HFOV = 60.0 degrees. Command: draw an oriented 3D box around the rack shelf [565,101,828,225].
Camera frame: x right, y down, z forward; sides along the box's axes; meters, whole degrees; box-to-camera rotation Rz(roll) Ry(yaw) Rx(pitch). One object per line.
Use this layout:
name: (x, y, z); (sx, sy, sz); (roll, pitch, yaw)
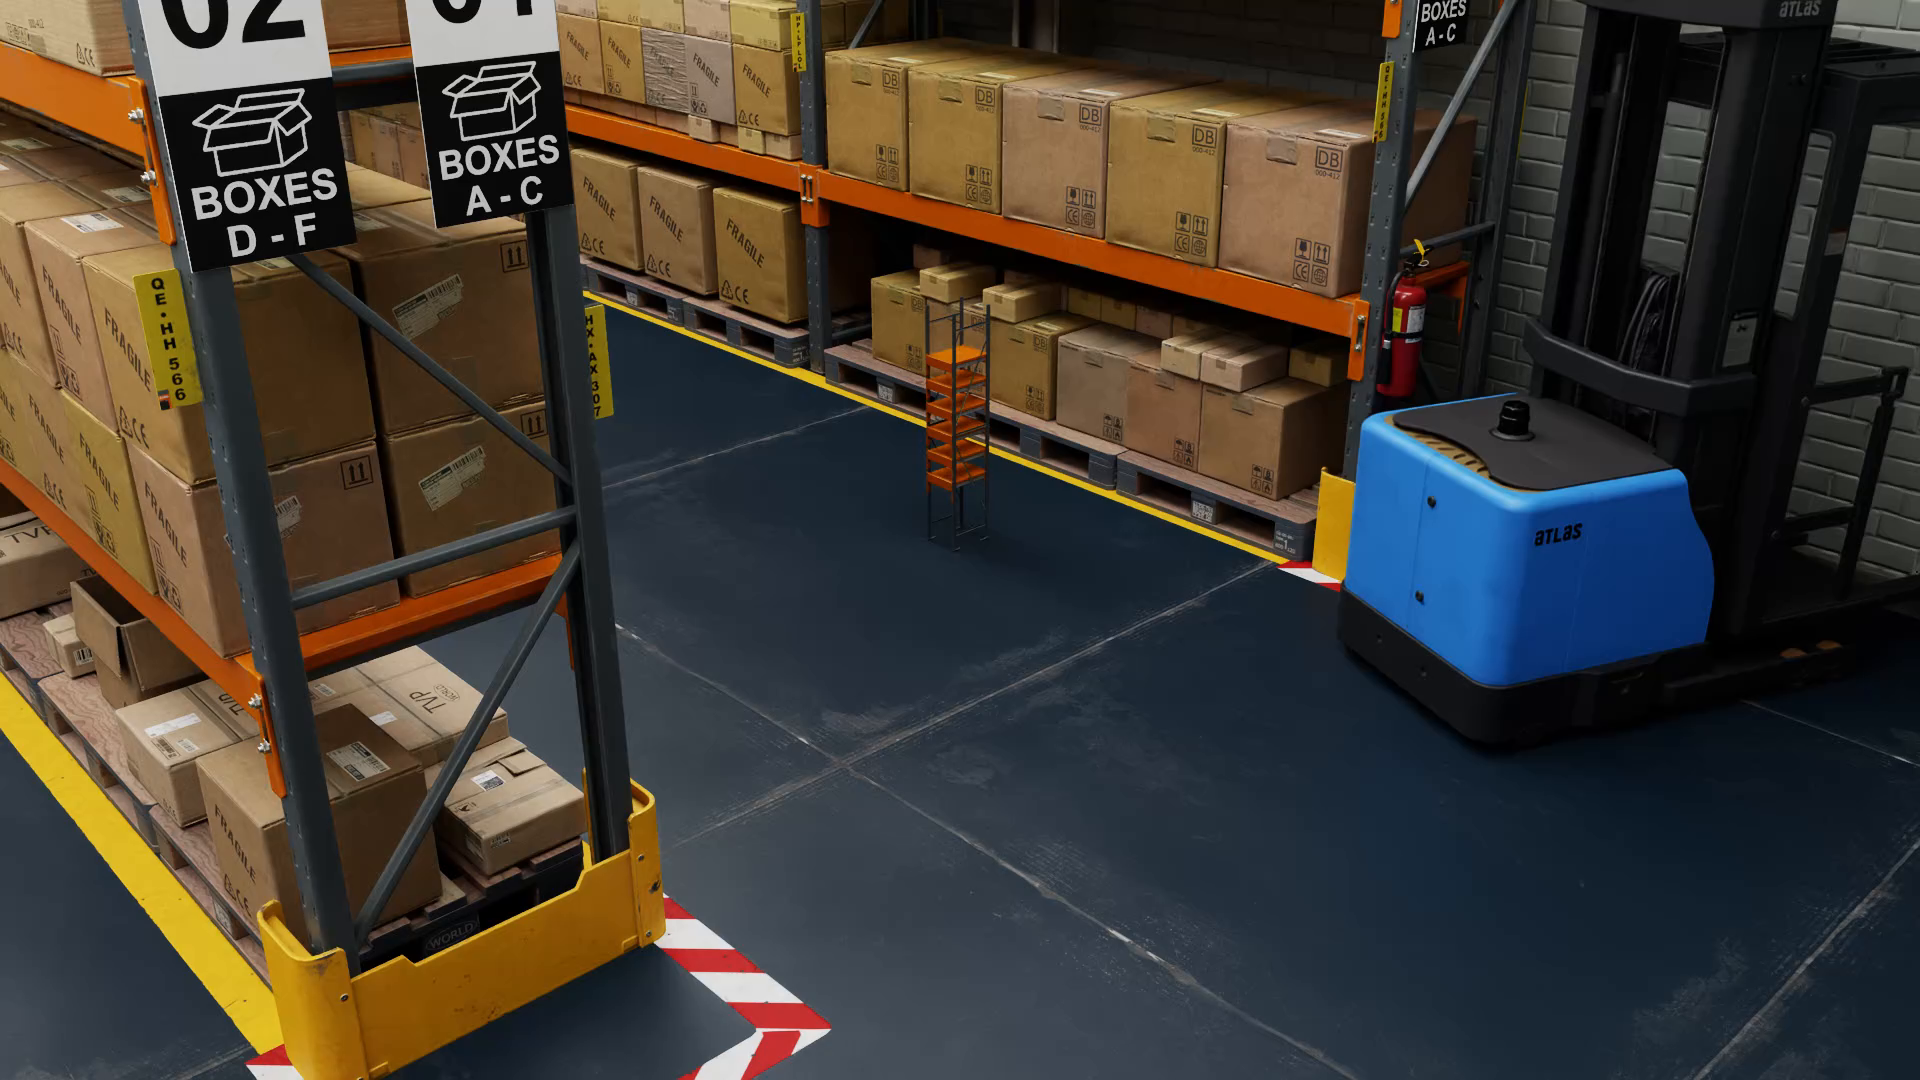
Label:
rack shelf: (-1.915, -2.844, 11.737); (1.077, 0.370, 4.000); (-21, 32, -38)

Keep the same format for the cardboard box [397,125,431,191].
cardboard box: (-4.440, -3.375, 14.515); (0.700, 0.500, 0.500); (-21, 32, -39)

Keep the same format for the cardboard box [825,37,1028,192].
cardboard box: (-0.189, -2.533, 9.826); (0.980, 0.700, 0.700); (-21, 32, -38)

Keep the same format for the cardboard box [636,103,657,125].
cardboard box: (-1.995, -2.963, 11.410); (0.380, 0.149, 0.250); (-20, 31, -37)

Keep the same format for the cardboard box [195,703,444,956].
cardboard box: (-1.979, 0.895, 5.155); (0.500, 0.500, 0.500); (-21, 32, -38)

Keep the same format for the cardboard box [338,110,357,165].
cardboard box: (-5.501, -3.834, 15.521); (0.700, 0.500, 0.500); (-20, 31, -37)

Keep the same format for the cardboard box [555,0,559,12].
cardboard box: (-2.792, -3.935, 11.855); (0.500, 0.250, 0.500); (-22, 32, -39)

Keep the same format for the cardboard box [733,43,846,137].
cardboard box: (-1.048, -2.823, 10.322); (0.500, 0.500, 0.500); (-22, 32, -39)

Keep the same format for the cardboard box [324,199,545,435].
cardboard box: (-1.539, -0.657, 4.750); (0.500, 0.500, 0.500); (-20, 31, -37)

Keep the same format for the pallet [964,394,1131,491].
pallet: (0.752, -0.674, 9.474); (1.003, 0.211, 1.213); (-21, 32, -38)

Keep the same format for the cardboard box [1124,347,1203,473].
cardboard box: (1.292, -0.742, 8.769); (0.700, 0.500, 0.500); (-21, 32, -39)

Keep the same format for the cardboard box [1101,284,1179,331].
cardboard box: (0.998, -1.288, 9.184); (0.380, 0.149, 0.250); (-21, 32, -38)

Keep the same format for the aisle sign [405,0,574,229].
aisle sign: (-1.167, -1.192, 4.117); (0.394, 0.787, 0.004); (-21, 32, -38)

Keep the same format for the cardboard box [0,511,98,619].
cardboard box: (-4.033, 0.053, 7.230); (0.500, 0.311, 0.500); (-21, 32, -38)

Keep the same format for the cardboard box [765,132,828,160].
cardboard box: (-0.986, -2.482, 10.355); (0.380, 0.149, 0.250); (-21, 32, -38)

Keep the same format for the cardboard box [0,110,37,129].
cardboard box: (-3.692, -1.280, 6.118); (0.500, 0.500, 0.500); (-22, 33, -40)

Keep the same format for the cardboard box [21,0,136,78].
cardboard box: (-1.971, -1.324, 4.105); (0.500, 0.250, 0.500); (-21, 32, -38)

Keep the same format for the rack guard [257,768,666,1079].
rack guard: (-1.480, 1.167, 5.089); (1.175, 0.500, 0.348); (-21, 32, -38)

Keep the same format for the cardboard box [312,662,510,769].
cardboard box: (-1.934, 0.707, 5.869); (0.500, 0.250, 0.500); (-21, 32, -38)

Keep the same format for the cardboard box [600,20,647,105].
cardboard box: (-2.086, -3.280, 11.322); (0.500, 0.500, 0.500); (-20, 31, -37)

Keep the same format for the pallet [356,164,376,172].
pallet: (-5.483, -3.485, 15.635); (1.003, 0.211, 1.213); (-21, 32, -38)

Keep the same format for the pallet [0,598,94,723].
pallet: (-3.693, 0.318, 7.298); (1.003, 0.211, 1.213); (-21, 32, -38)

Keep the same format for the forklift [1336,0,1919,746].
forklift: (3.192, -0.911, 6.716); (3.031, 2.935, 1.130); (-9, 26, -20)

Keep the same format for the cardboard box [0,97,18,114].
cardboard box: (-3.627, -1.579, 6.773); (0.500, 0.500, 0.500); (-21, 32, -38)

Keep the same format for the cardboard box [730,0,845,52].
cardboard box: (-1.054, -3.165, 10.168); (0.500, 0.250, 0.500); (-20, 31, -37)

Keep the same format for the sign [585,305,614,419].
sign: (-1.032, -0.495, 4.678); (0.100, 0.325, 0.005); (-21, 32, -38)

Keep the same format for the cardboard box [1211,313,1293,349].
cardboard box: (1.519, -1.058, 8.679); (0.380, 0.149, 0.250); (-21, 32, -38)

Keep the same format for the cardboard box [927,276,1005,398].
cardboard box: (0.229, -1.210, 9.795); (0.700, 0.500, 0.500); (-22, 32, -39)

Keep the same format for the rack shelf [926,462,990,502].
rack shelf: (-0.010, -0.291, 8.129); (0.258, 0.103, 0.180); (-21, 32, -38)

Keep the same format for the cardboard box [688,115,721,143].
cardboard box: (-1.543, -2.707, 10.847); (0.380, 0.149, 0.250); (-21, 32, -38)

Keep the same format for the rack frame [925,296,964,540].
rack frame: (-0.072, -0.578, 8.071); (0.240, 1.200, 0.006); (-21, 32, -38)

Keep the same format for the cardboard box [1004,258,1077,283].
cardboard box: (0.476, -1.520, 9.692); (0.380, 0.149, 0.250); (-23, 33, -40)

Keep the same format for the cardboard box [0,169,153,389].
cardboard box: (-2.636, -0.813, 5.092); (0.500, 0.500, 0.500); (-20, 31, -37)

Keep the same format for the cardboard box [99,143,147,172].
cardboard box: (-2.588, -1.119, 5.765); (0.500, 0.500, 0.500); (-22, 32, -39)

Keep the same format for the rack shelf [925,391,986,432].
rack shelf: (-0.010, -0.619, 7.979); (0.258, 0.103, 0.180); (-21, 32, -38)

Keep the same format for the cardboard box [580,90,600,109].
cardboard box: (-2.495, -3.206, 11.942); (0.380, 0.149, 0.250); (-20, 31, -37)

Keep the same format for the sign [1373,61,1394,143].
sign: (1.780, -1.838, 6.985); (0.100, 0.325, 0.005); (-21, 32, -38)

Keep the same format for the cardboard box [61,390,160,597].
cardboard box: (-2.290, -0.207, 4.969); (0.500, 0.500, 0.500); (-21, 32, -38)

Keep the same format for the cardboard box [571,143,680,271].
cardboard box: (-2.281, -2.463, 12.119); (0.750, 0.750, 0.750); (-21, 32, -39)

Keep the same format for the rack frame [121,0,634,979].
rack frame: (-1.428, 0.053, 4.520); (1.000, 3.000, 0.127); (-21, 32, -38)

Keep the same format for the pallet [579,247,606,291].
pallet: (-2.798, -2.248, 12.924); (1.003, 0.211, 1.213); (-21, 32, -38)

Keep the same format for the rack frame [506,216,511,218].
rack frame: (-3.282, -3.777, 12.915); (1.000, 3.000, 0.127); (-21, 32, -38)

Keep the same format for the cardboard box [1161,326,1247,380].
cardboard box: (1.238, -0.950, 8.444); (0.380, 0.149, 0.250); (-20, 31, -37)

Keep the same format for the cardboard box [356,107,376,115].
cardboard box: (-5.197, -4.042, 15.075); (0.500, 0.250, 0.500); (-22, 33, -39)

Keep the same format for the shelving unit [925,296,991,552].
shelving unit: (-0.010, -0.550, 8.011); (0.258, 1.200, 0.189); (-21, 32, -38)

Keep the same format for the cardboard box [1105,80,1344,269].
cardboard box: (1.324, -1.859, 8.349); (0.980, 0.700, 0.700); (-22, 32, -39)
